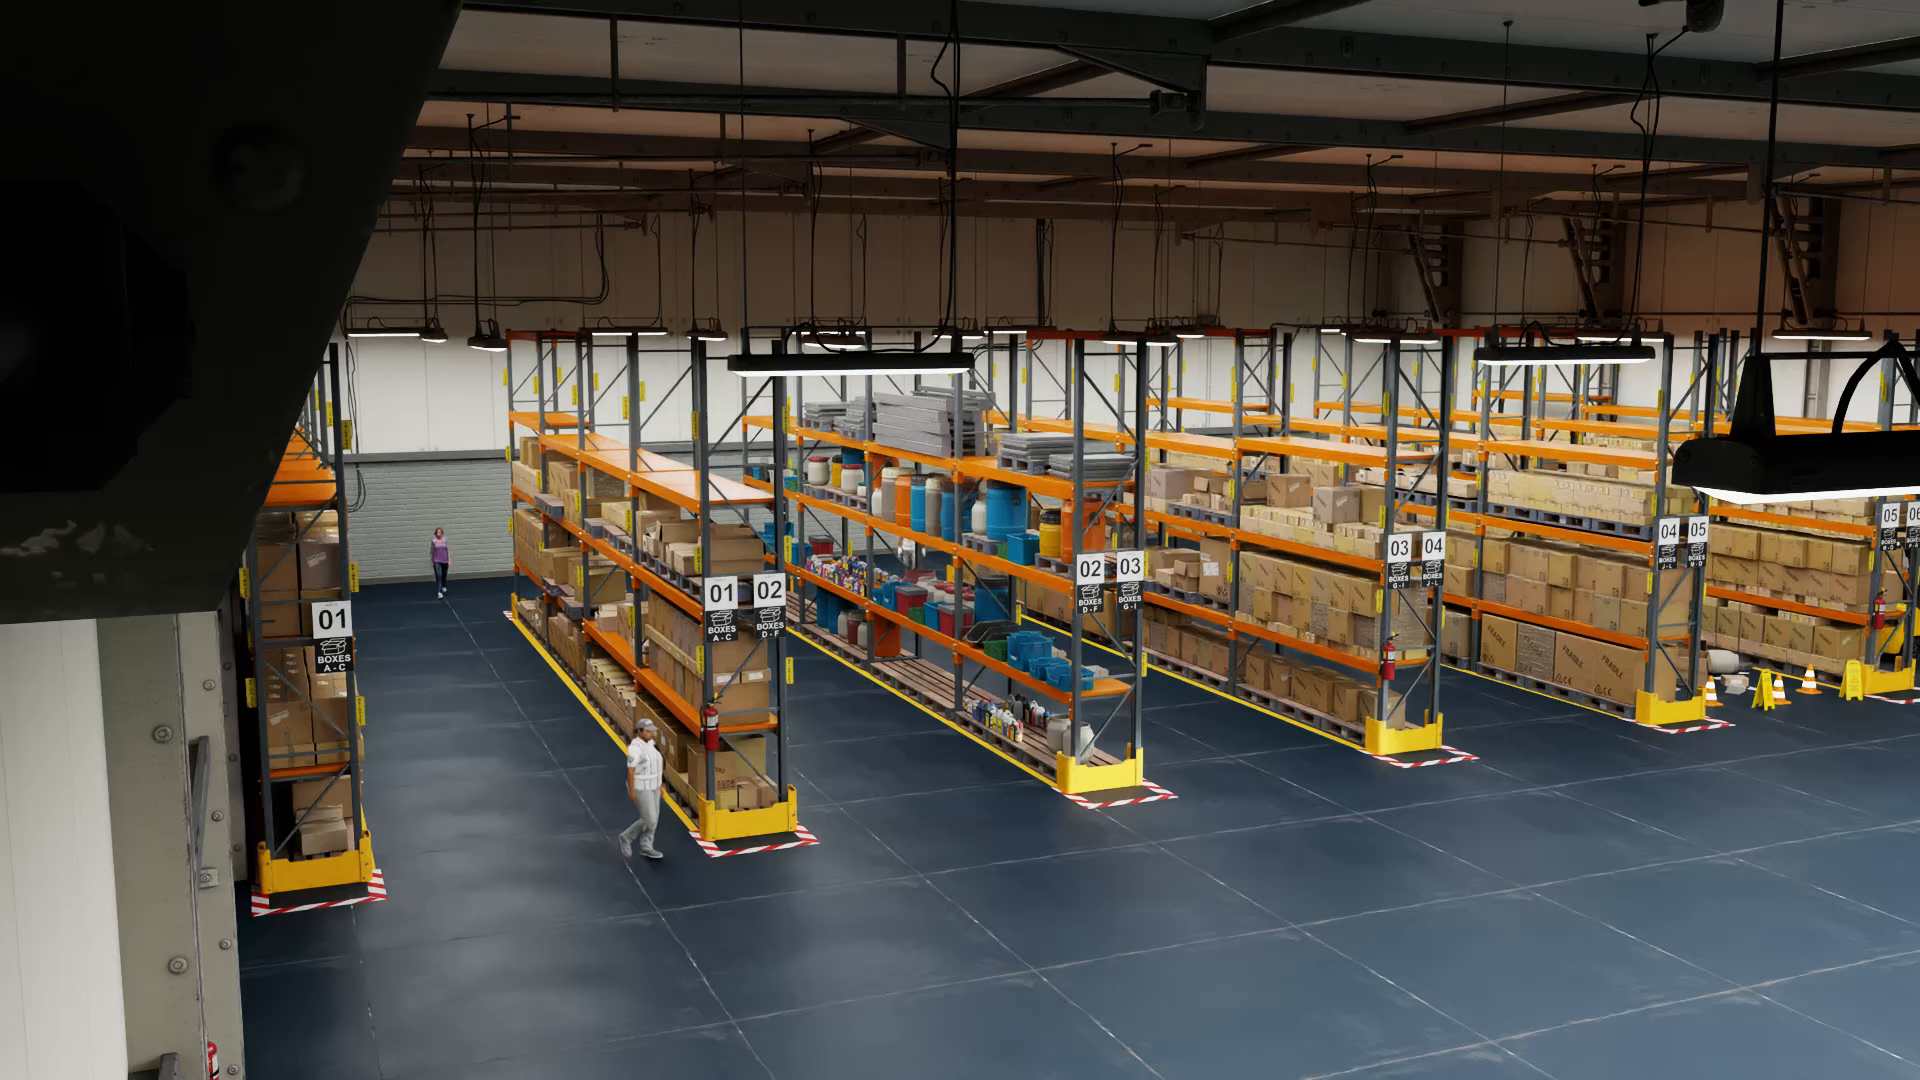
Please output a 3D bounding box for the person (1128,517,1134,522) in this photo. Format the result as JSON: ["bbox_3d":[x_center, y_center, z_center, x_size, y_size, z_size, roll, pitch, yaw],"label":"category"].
[{"bbox_3d":[3.970,0.368,37.354,0.472,1.790,0.603,3,8,22],"label":"person"}]

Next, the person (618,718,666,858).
[{"bbox_3d":[-3.685,2.880,19.295,0.500,1.657,0.493,3,8,19],"label":"person"}]

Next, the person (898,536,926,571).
[{"bbox_3d":[-1.115,0.257,38.257,0.632,1.781,0.855,0,8,1],"label":"person"}]

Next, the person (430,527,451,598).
[{"bbox_3d":[-11.633,0.483,37.245,0.438,1.537,0.972,-3,8,-22],"label":"person"}]
